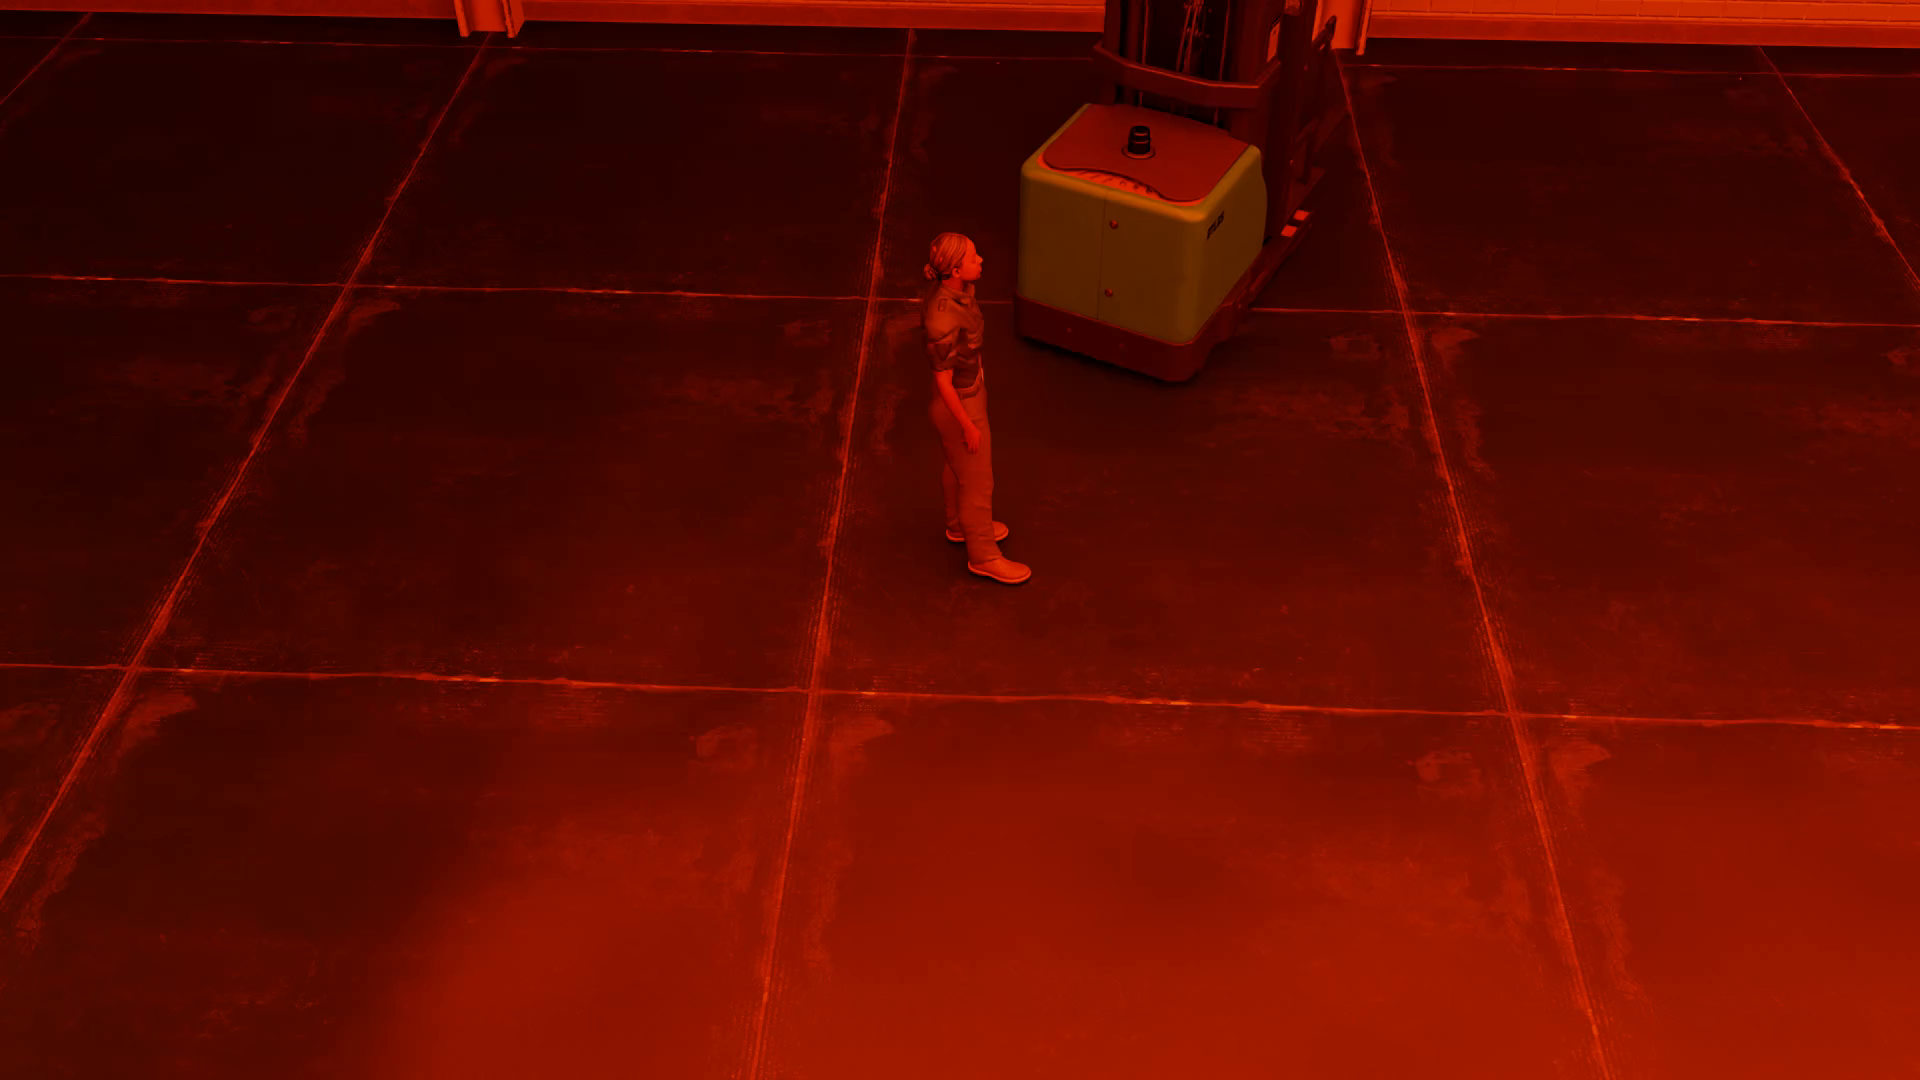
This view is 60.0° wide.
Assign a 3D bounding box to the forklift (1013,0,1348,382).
[{"bbox_3d":[1.446,-2.894,8.913,1.130,2.935,3.031,20,46,21],"label":"forklift"}]

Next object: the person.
[{"bbox_3d":[0.087,-0.600,7.335,0.504,1.655,0.569,2,42,2],"label":"person"}]
